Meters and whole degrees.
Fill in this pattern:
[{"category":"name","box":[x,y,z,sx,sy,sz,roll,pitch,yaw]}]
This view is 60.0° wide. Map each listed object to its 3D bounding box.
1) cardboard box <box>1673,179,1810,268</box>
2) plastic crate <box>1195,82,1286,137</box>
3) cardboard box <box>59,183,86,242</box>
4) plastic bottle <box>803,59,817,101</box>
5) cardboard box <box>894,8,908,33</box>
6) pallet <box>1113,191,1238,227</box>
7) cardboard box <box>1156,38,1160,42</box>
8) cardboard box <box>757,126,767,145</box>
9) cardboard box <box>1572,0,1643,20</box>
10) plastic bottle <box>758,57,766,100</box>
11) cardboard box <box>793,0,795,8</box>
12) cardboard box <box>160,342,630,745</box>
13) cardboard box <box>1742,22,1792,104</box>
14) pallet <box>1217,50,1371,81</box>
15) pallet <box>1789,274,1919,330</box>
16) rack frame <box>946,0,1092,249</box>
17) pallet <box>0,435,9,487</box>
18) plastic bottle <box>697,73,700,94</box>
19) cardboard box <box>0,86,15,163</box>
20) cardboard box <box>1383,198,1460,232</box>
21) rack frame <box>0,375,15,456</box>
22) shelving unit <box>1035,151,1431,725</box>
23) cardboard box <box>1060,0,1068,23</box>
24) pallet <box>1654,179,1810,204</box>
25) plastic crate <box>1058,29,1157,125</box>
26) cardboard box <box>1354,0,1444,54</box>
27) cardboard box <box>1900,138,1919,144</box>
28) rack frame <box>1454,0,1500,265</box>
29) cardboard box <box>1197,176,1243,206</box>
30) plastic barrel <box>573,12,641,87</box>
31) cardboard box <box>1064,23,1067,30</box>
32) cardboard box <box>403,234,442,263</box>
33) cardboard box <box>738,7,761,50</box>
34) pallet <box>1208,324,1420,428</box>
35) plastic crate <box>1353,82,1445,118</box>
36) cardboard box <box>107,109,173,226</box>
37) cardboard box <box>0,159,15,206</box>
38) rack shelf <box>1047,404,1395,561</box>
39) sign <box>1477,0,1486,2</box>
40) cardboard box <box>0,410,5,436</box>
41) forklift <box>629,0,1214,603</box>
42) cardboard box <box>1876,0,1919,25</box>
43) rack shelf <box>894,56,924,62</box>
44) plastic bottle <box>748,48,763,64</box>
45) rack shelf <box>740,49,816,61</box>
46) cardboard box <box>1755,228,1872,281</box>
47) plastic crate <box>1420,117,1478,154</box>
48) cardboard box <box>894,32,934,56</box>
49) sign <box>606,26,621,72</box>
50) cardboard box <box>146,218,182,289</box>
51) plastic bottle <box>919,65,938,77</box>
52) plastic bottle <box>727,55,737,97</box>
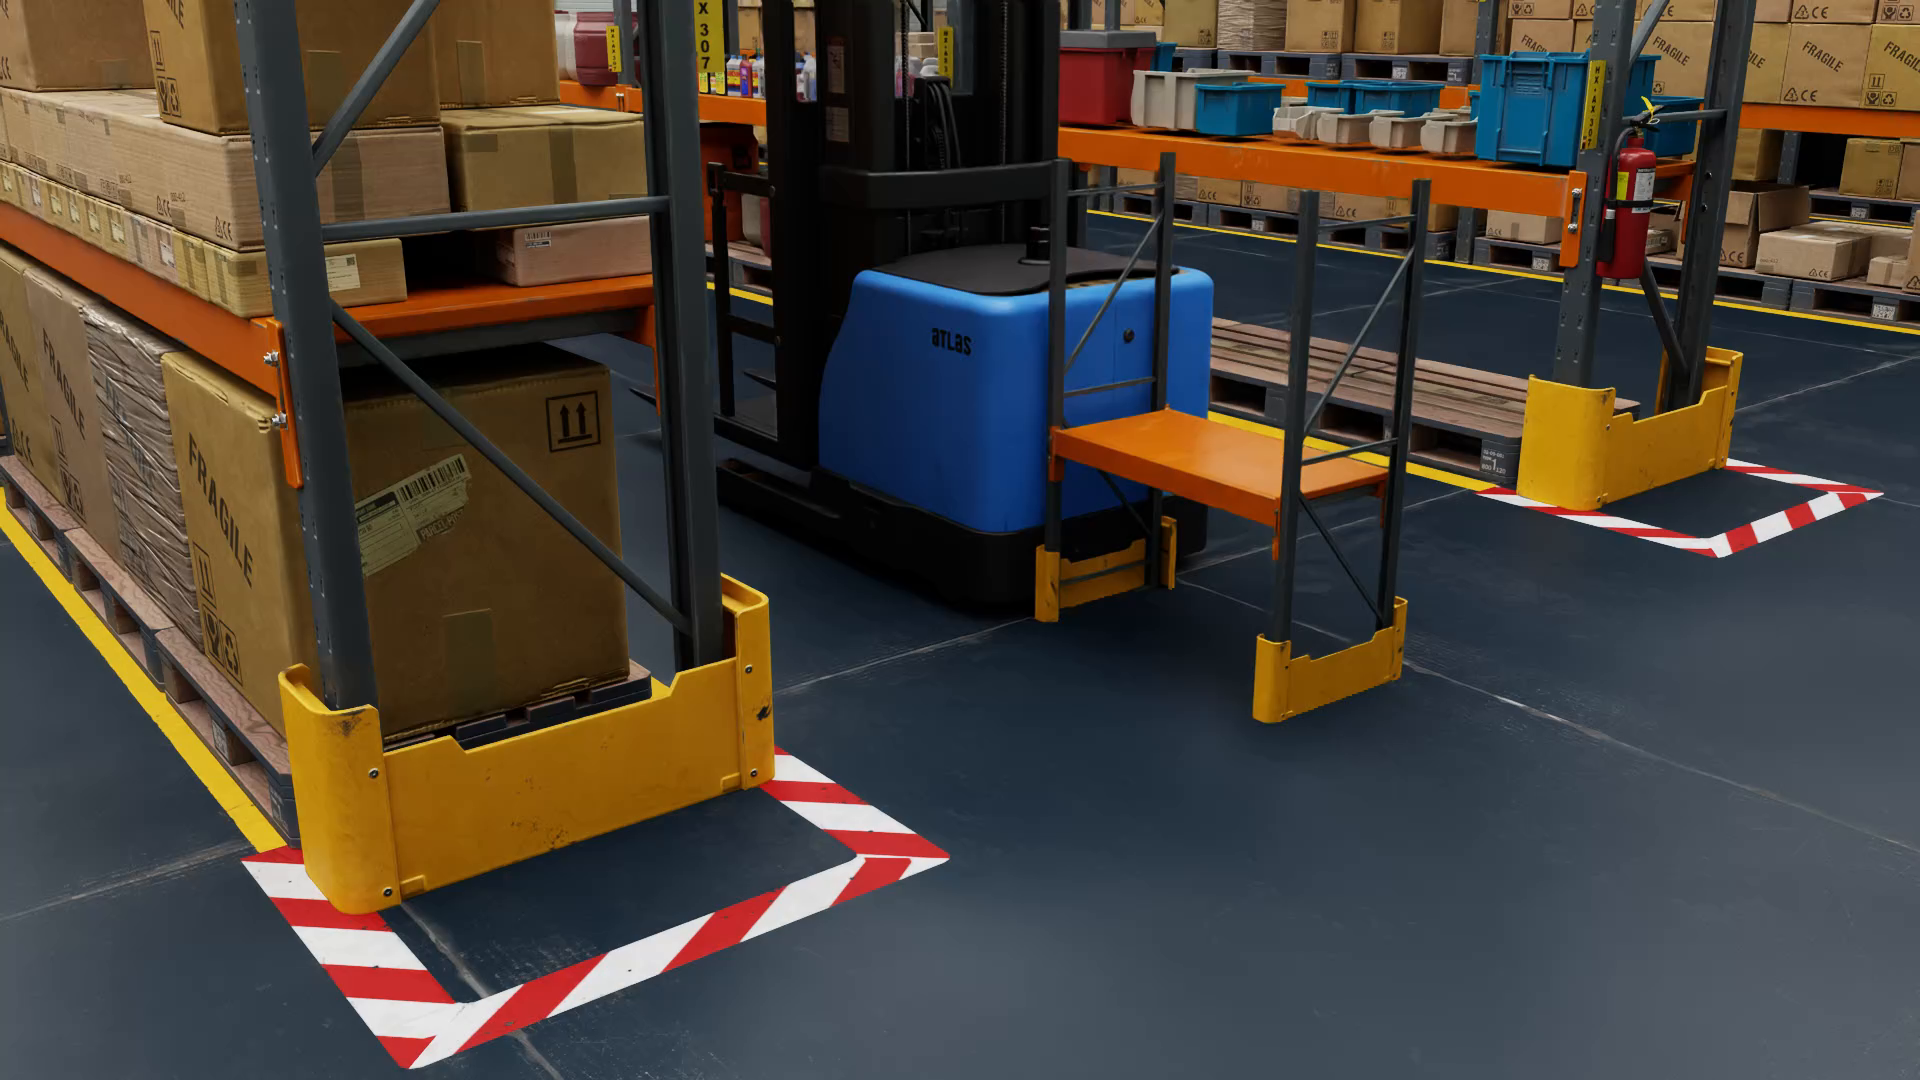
[{"category":"cardboard box","box":[5.406,-2.204,11.518,0.797,0.503,0.637,-14,23,-36]},{"category":"plastic crate","box":[1.358,-2.096,8.090,0.416,0.233,0.300,-14,23,-36]},{"category":"cardboard box","box":[-2.477,-1.005,5.025,0.380,0.149,0.250,-13,23,-35]},{"category":"plastic bottle","box":[-0.915,-2.956,10.715,0.152,0.276,0.135,-14,23,-36]},{"category":"cardboard box","box":[-1.012,-5.769,18.854,0.700,0.500,0.500,-15,23,-38]},{"category":"pallet","box":[2.186,-3.113,15.427,1.003,0.211,1.213,-14,23,-36]},{"category":"cardboard box","box":[1.560,-4.684,15.877,0.500,0.311,0.500,-12,22,-33]},{"category":"cardboard box","box":[-2.127,-4.948,20.239,0.500,0.250,0.500,-14,23,-36]},{"category":"cardboard box","box":[4.628,-3.866,11.517,0.500,0.500,0.500,-15,23,-38]},{"category":"plastic bottle","box":[-1.257,-3.092,11.125,0.152,0.276,0.135,-14,23,-36]},{"category":"cardboard box","box":[-1.856,-6.307,19.447,0.380,0.149,0.250,-13,22,-35]},{"category":"cardboard box","box":[-1.509,-0.057,4.474,0.875,0.875,0.875,-14,23,-36]},{"category":"cardboard box","box":[5.285,-3.137,10.904,0.500,0.500,0.500,-14,23,-37]},{"category":"pallet","box":[2.963,-4.058,14.152,1.003,0.211,1.213,-14,23,-36]},{"category":"pallet","box":[6.176,-1.548,10.701,1.003,0.211,1.213,-14,23,-36]},{"category":"rack frame","box":[0.350,-2.676,9.673,1.000,3.000,0.127,-14,23,-36]},{"category":"pallet","box":[-4.070,-0.561,7.722,1.003,0.211,1.213,-14,23,-36]},{"category":"plastic bottle","box":[-1.831,-3.319,11.812,0.152,0.276,0.135,-14,23,-36]},{"category":"cardboard box","box":[-3.141,-1.489,5.853,0.500,0.250,0.500,-14,23,-36]},{"category":"cardboard box","box":[3.704,-2.730,13.112,0.500,0.500,0.500,-14,23,-36]},{"category":"rack frame","box":[-3.532,-1.710,6.754,1.000,3.000,0.127,-14,23,-36]},{"category":"shelving unit","box":[0.800,-0.371,5.096,0.587,1.500,1.083,-13,22,-35]},{"category":"cardboard box","box":[1.671,-7.308,22.673,0.500,0.500,0.500,-13,22,-34]},{"category":"pallet","box":[7.578,-3.462,16.480,1.003,0.211,1.213,-14,23,-36]},{"category":"plastic crate","box":[0.708,-2.466,8.841,0.402,0.464,0.583,-14,23,-36]},{"category":"cardboard box","box":[3.640,-4.206,13.467,0.700,0.500,0.500,-10,21,-28]},{"category":"cardboard box","box":[8.570,-3.606,14.758,0.380,0.149,0.250,-13,22,-34]},{"category":"rack frame","box":[4.236,-3.642,12.590,1.000,3.000,0.127,-14,23,-36]},{"category":"cardboard box","box":[2.448,-3.230,14.621,0.500,0.500,0.500,-14,23,-37]},{"category":"plastic barrel","box":[-2.659,-3.782,12.795,0.600,0.536,0.708,-14,23,-36]},{"category":"cardboard box","box":[1.677,-6.946,22.774,0.500,0.250,0.500,-14,23,-36]},{"category":"cardboard box","box":[-1.330,-0.883,4.656,0.380,0.149,0.250,-15,23,-37]},{"category":"cardboard box","box":[-2.302,-6.277,20.388,0.700,0.500,0.500,-14,23,-36]},{"category":"pallet","box":[1.599,-0.878,8.678,1.003,0.211,1.213,-14,23,-36]},{"category":"plastic crate","box":[2.121,-2.089,8.071,0.416,0.233,0.300,-14,23,-36]},{"category":"cardboard box","box":[-1.872,-0.987,4.336,0.500,0.250,0.500,-14,23,-37]},{"category":"cardboard box","box":[-3.118,-1.259,5.791,0.380,0.149,0.250,-15,23,-38]},{"category":"rack shelf","box":[0.795,-0.202,5.160,0.538,0.185,1.000,-13,22,-35]},{"category":"sign","box":[3.803,-4.083,12.078,0.100,0.325,0.005,-14,23,-36]},{"category":"cardboard box","box":[-3.945,-1.054,7.486,1.225,0.875,0.875,-14,23,-36]},{"category":"forklift","box":[-0.385,-1.581,6.475,1.130,2.935,3.031,-13,22,-35]},{"category":"cardboard box","box":[5.913,-3.359,9.985,0.500,0.500,0.500,-13,22,-35]},{"category":"rack shelf","box":[0.510,-4.779,17.168,1.077,0.370,4.000,-14,23,-36]},{"category":"plastic bottle","box":[-1.548,-3.590,12.618,0.061,0.283,0.133,-14,23,-36]},{"category":"rack shelf","box":[-1.973,-5.765,20.144,1.077,0.370,4.000,-14,23,-36]},{"category":"cardboard box","box":[5.622,-1.886,10.960,0.500,0.250,0.500,-14,23,-36]},{"category":"plastic crate","box":[2.186,-1.760,7.228,0.396,0.136,0.243,-14,23,-36]},{"category":"cardboard box","box":[-0.392,-5.429,18.226,0.500,0.250,0.500,-12,22,-33]},{"category":"sign","box":[-2.560,-3.630,12.294,0.100,0.325,0.005,-14,23,-36]},{"category":"cardboard box","box":[-1.846,-0.754,4.268,0.380,0.149,0.250,-14,23,-36]},{"category":"plastic bottle","box":[-0.148,-2.651,9.795,0.152,0.276,0.135,-14,23,-36]},{"category":"plastic bottle","box":[-1.554,-3.193,11.440,0.097,0.271,0.097,0,18,0]}]
